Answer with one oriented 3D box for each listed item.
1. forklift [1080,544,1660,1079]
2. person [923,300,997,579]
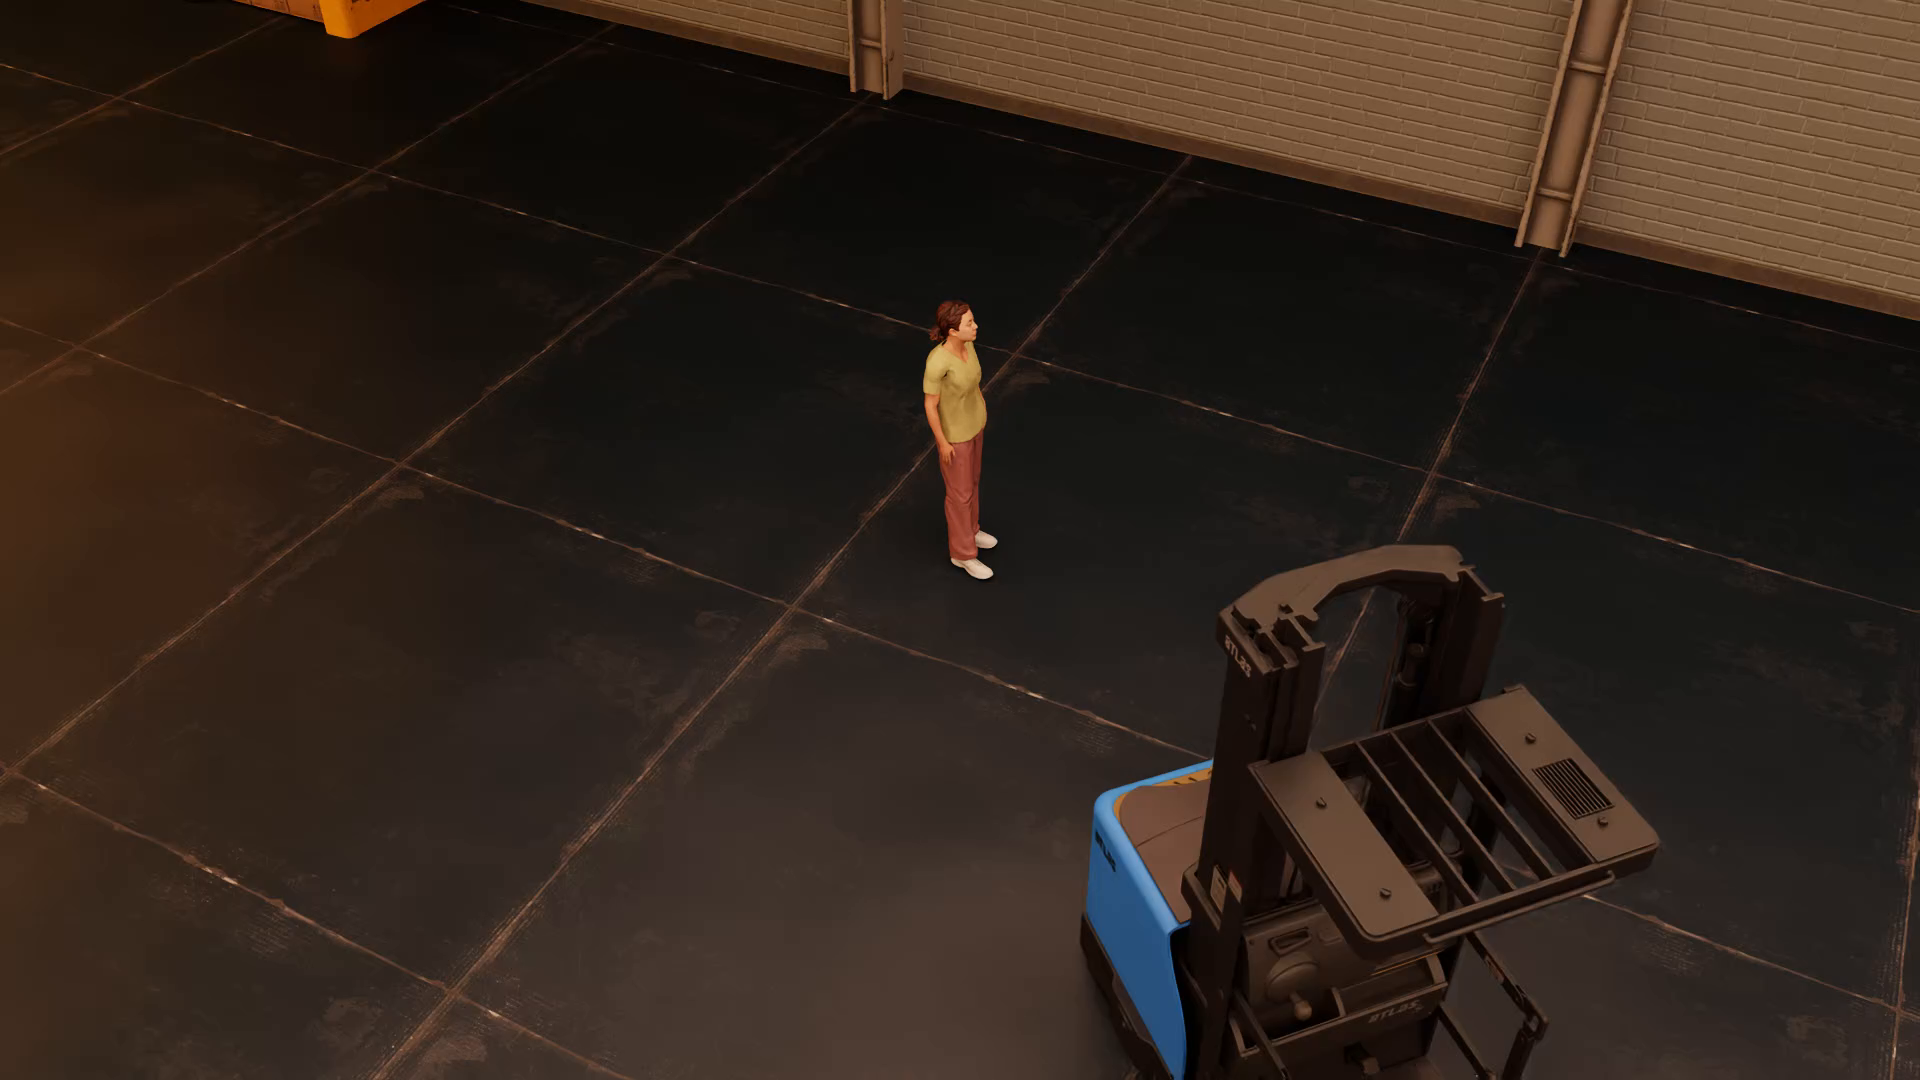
[{"bbox_3d":[1.565,1.591,6.097,1.130,2.935,3.031,-14,42,-16],"label":"forklift"},{"bbox_3d":[0.060,-0.523,9.763,0.549,1.428,0.553,18,43,21],"label":"person"}]
